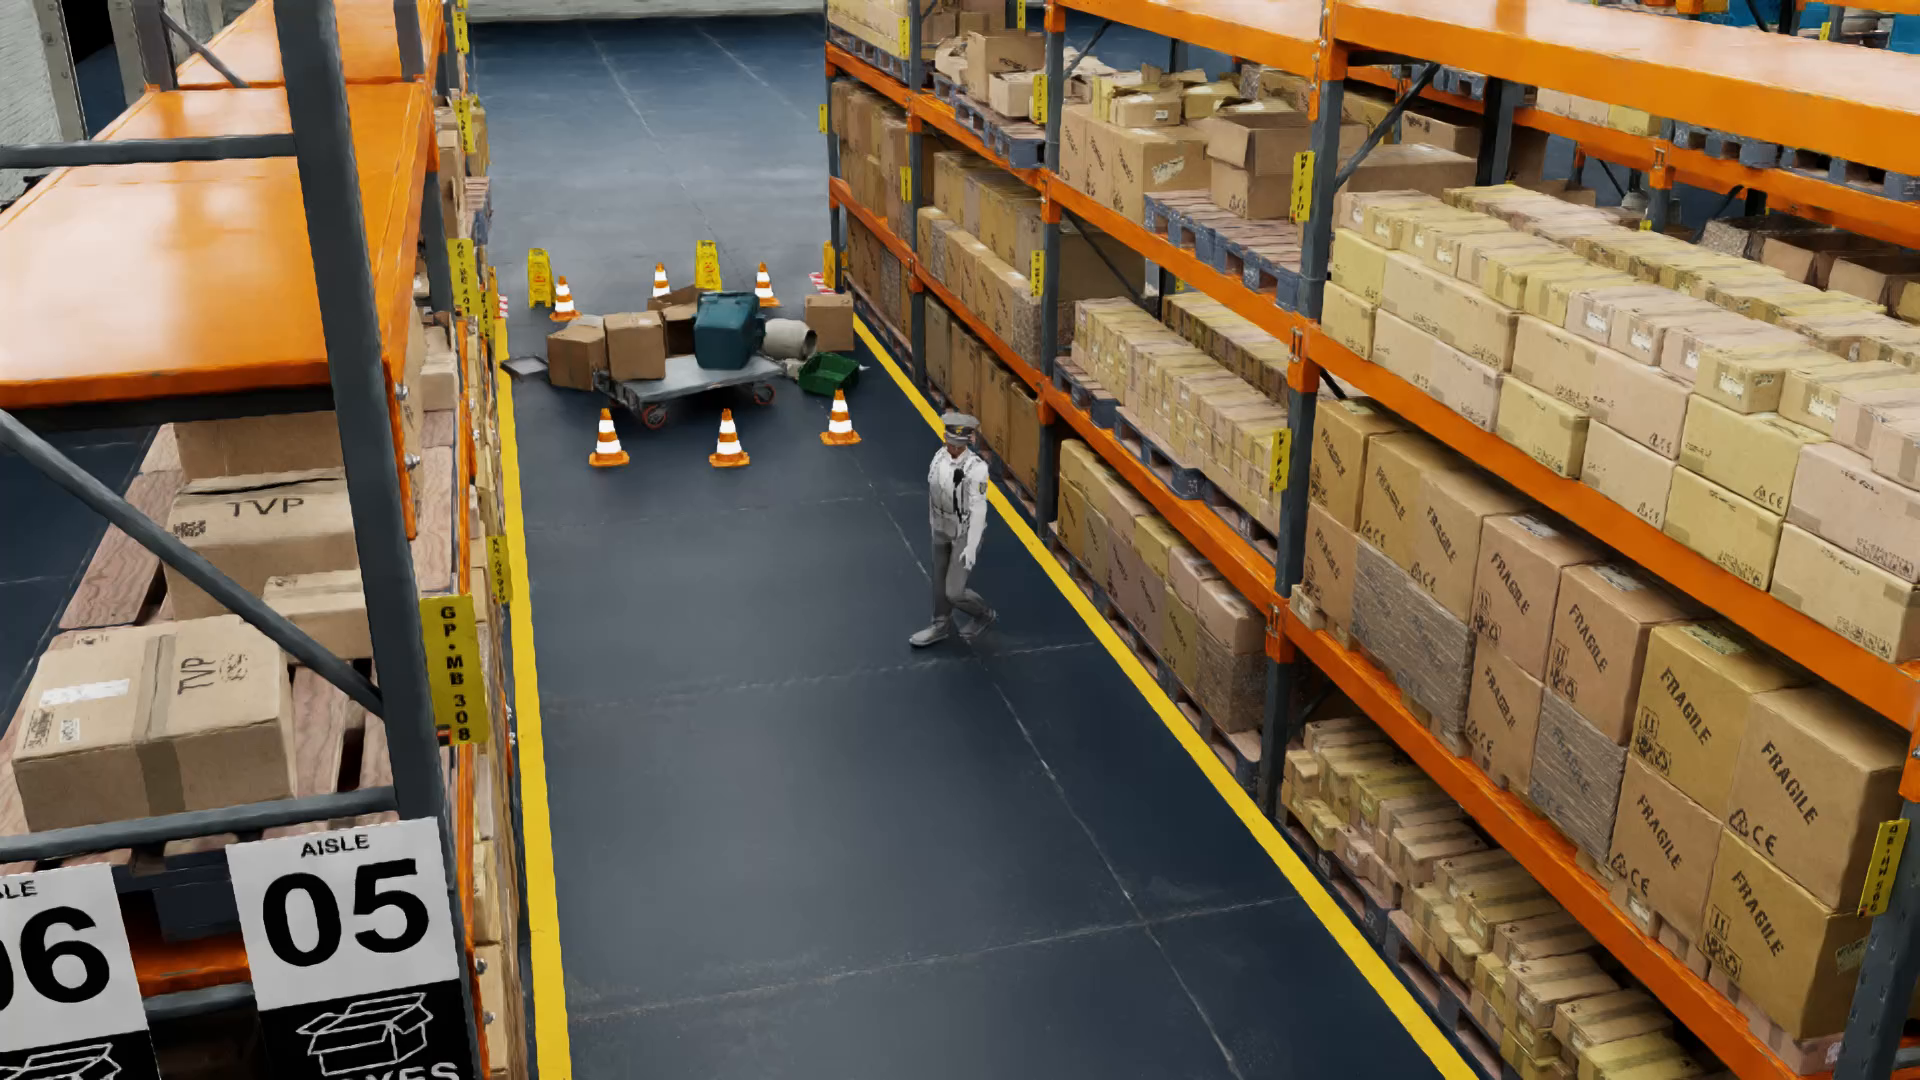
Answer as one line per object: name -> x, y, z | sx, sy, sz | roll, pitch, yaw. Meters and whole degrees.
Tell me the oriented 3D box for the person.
person -> -0.862, -0.621, 9.072 | 14.602, 2.357, 18.042 | -20, 30, -39
